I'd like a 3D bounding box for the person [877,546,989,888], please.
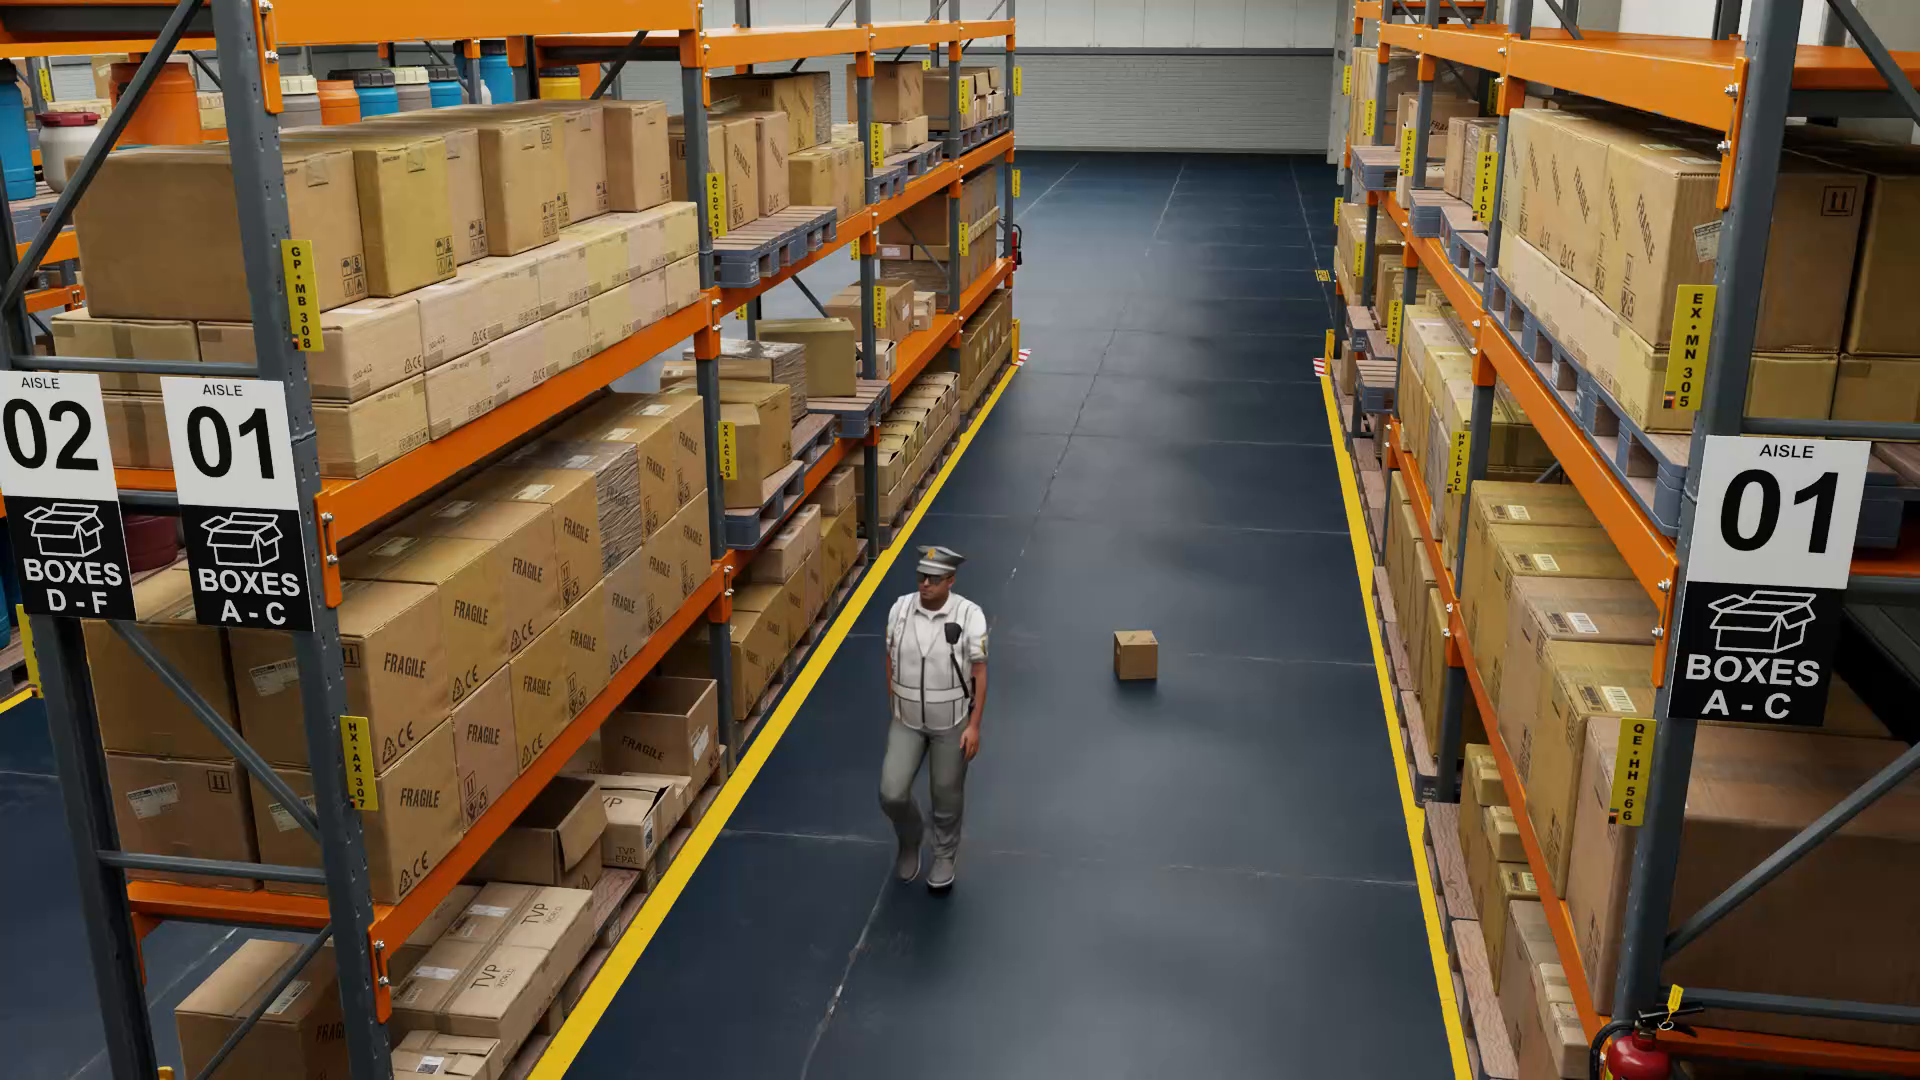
[{"bbox_3d":[-0.138,0.896,8.195,0.530,1.808,0.463,4,18,12],"label":"person"}]
